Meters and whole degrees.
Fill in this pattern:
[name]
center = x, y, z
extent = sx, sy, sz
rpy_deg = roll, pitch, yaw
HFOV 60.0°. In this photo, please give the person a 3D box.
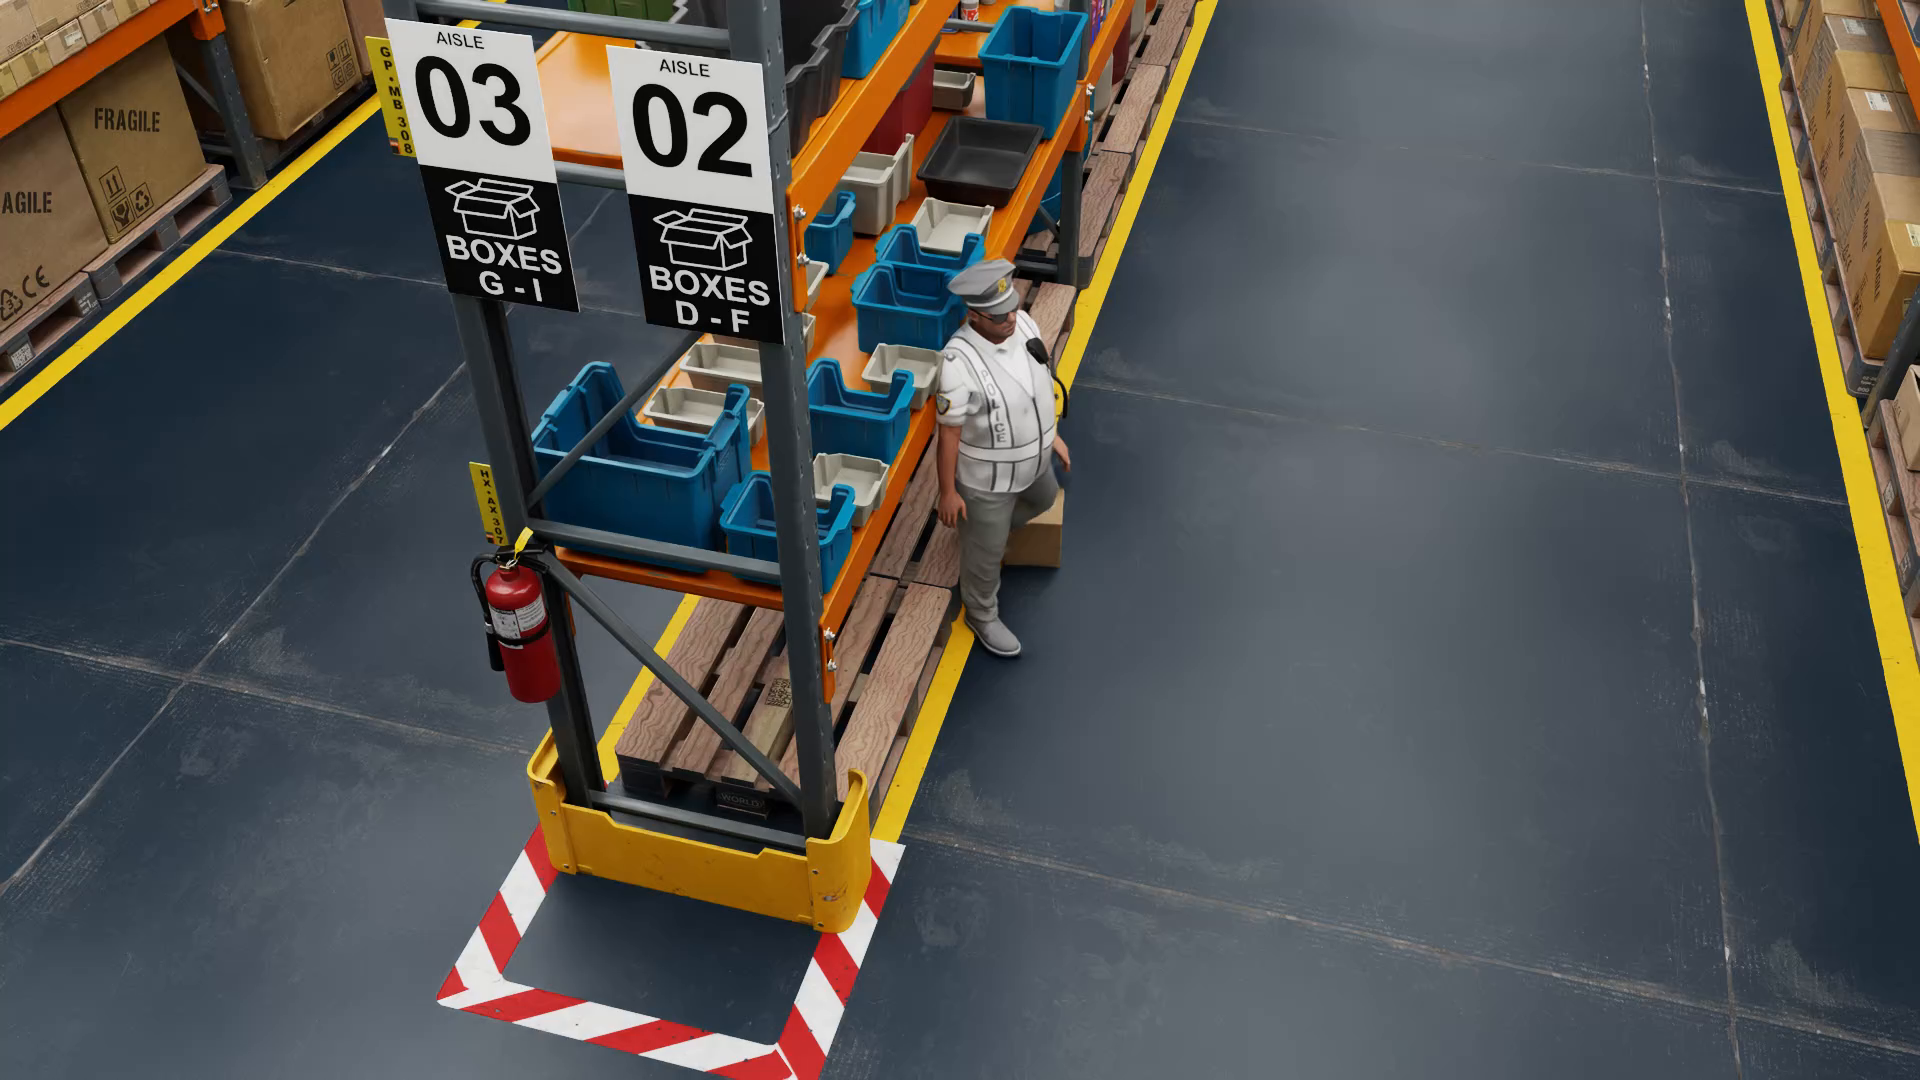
[person]
center = 0.155, -0.383, 6.589
extent = 0.559, 1.741, 0.755
rpy_deg = 26, 47, 27
